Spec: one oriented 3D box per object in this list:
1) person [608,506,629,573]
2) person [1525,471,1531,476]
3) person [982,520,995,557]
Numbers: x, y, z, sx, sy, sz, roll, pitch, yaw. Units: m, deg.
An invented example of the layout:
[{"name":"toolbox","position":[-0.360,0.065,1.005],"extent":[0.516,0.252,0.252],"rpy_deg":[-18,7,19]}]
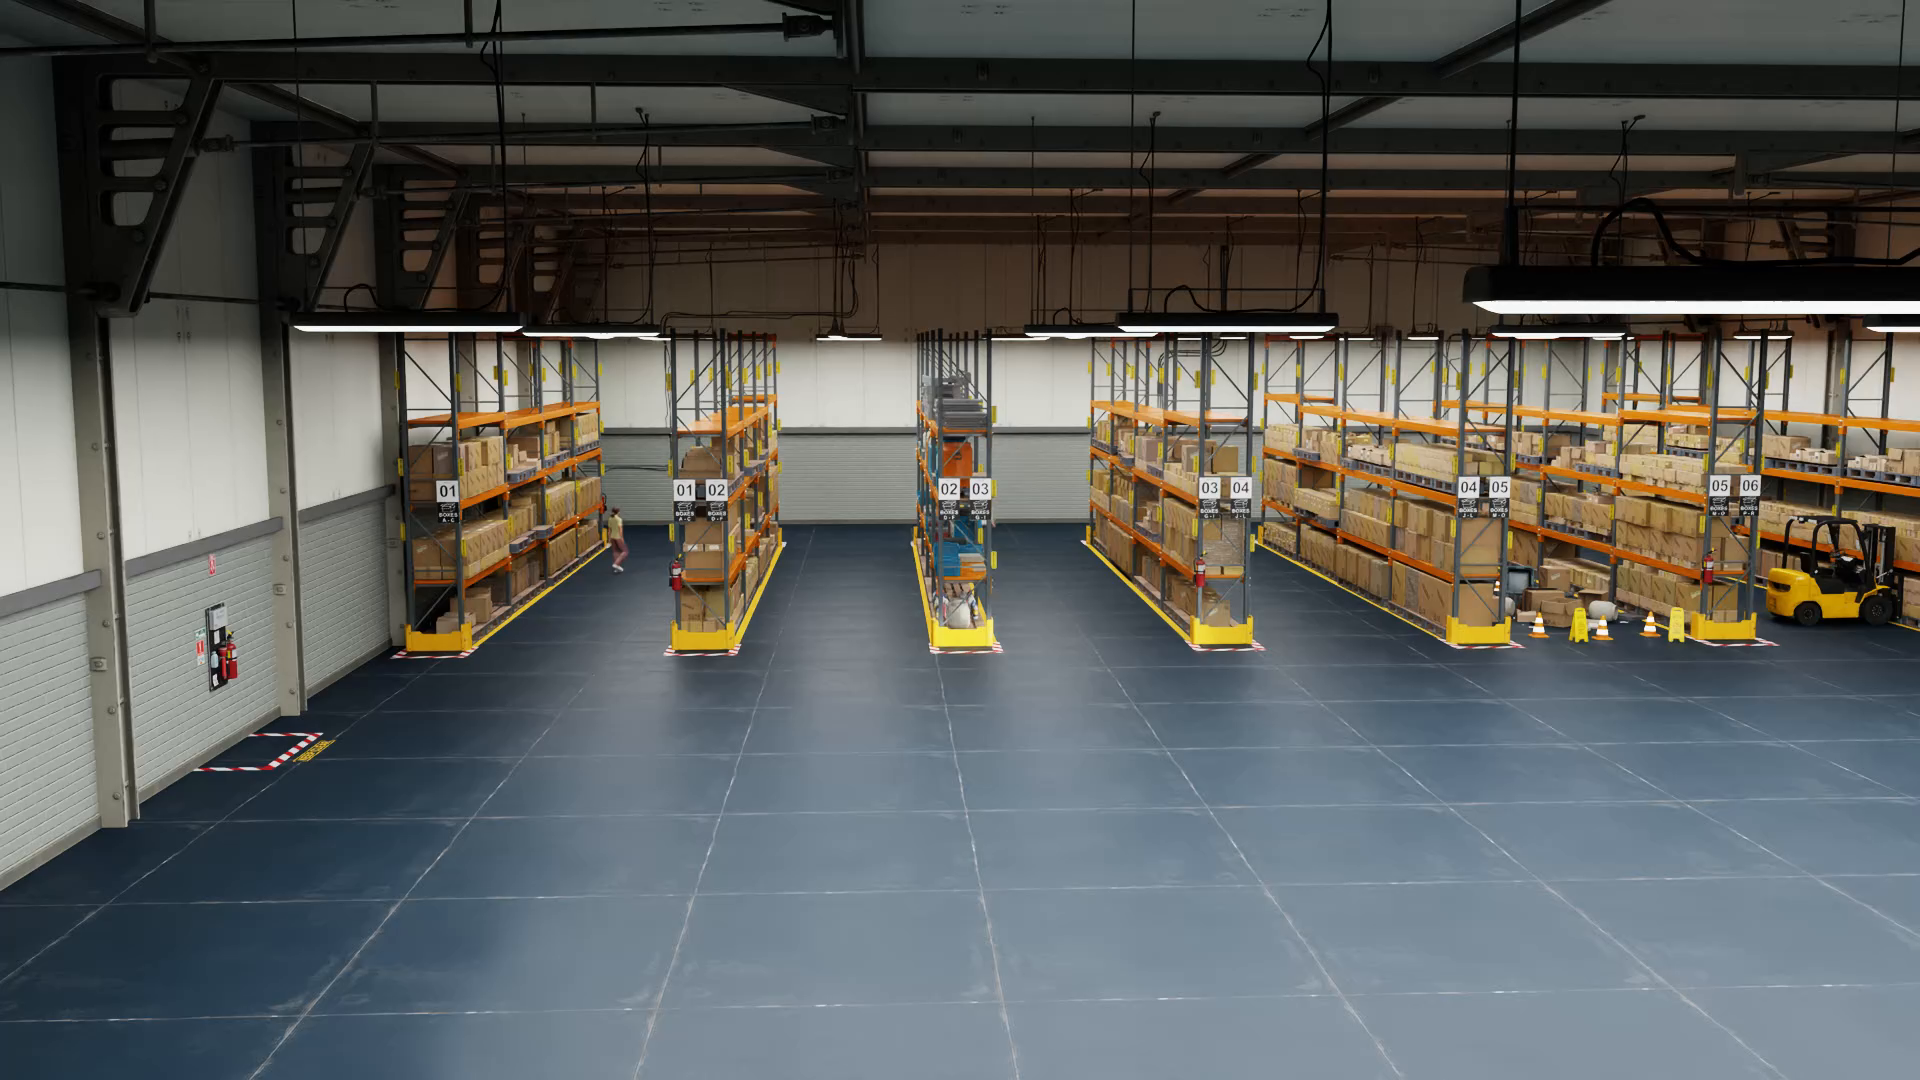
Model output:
[{"name":"person","position":[-8.609,-0.004,41.604],"extent":[0.484,1.671,0.467],"rpy_deg":[4,8,32]},{"name":"person","position":[17.913,-1.324,52.578],"extent":[0.452,1.749,0.555],"rpy_deg":[-3,7,-21]},{"name":"person","position":[0.631,-0.439,44.904],"extent":[0.533,1.729,1.046],"rpy_deg":[-2,7,-18]}]
